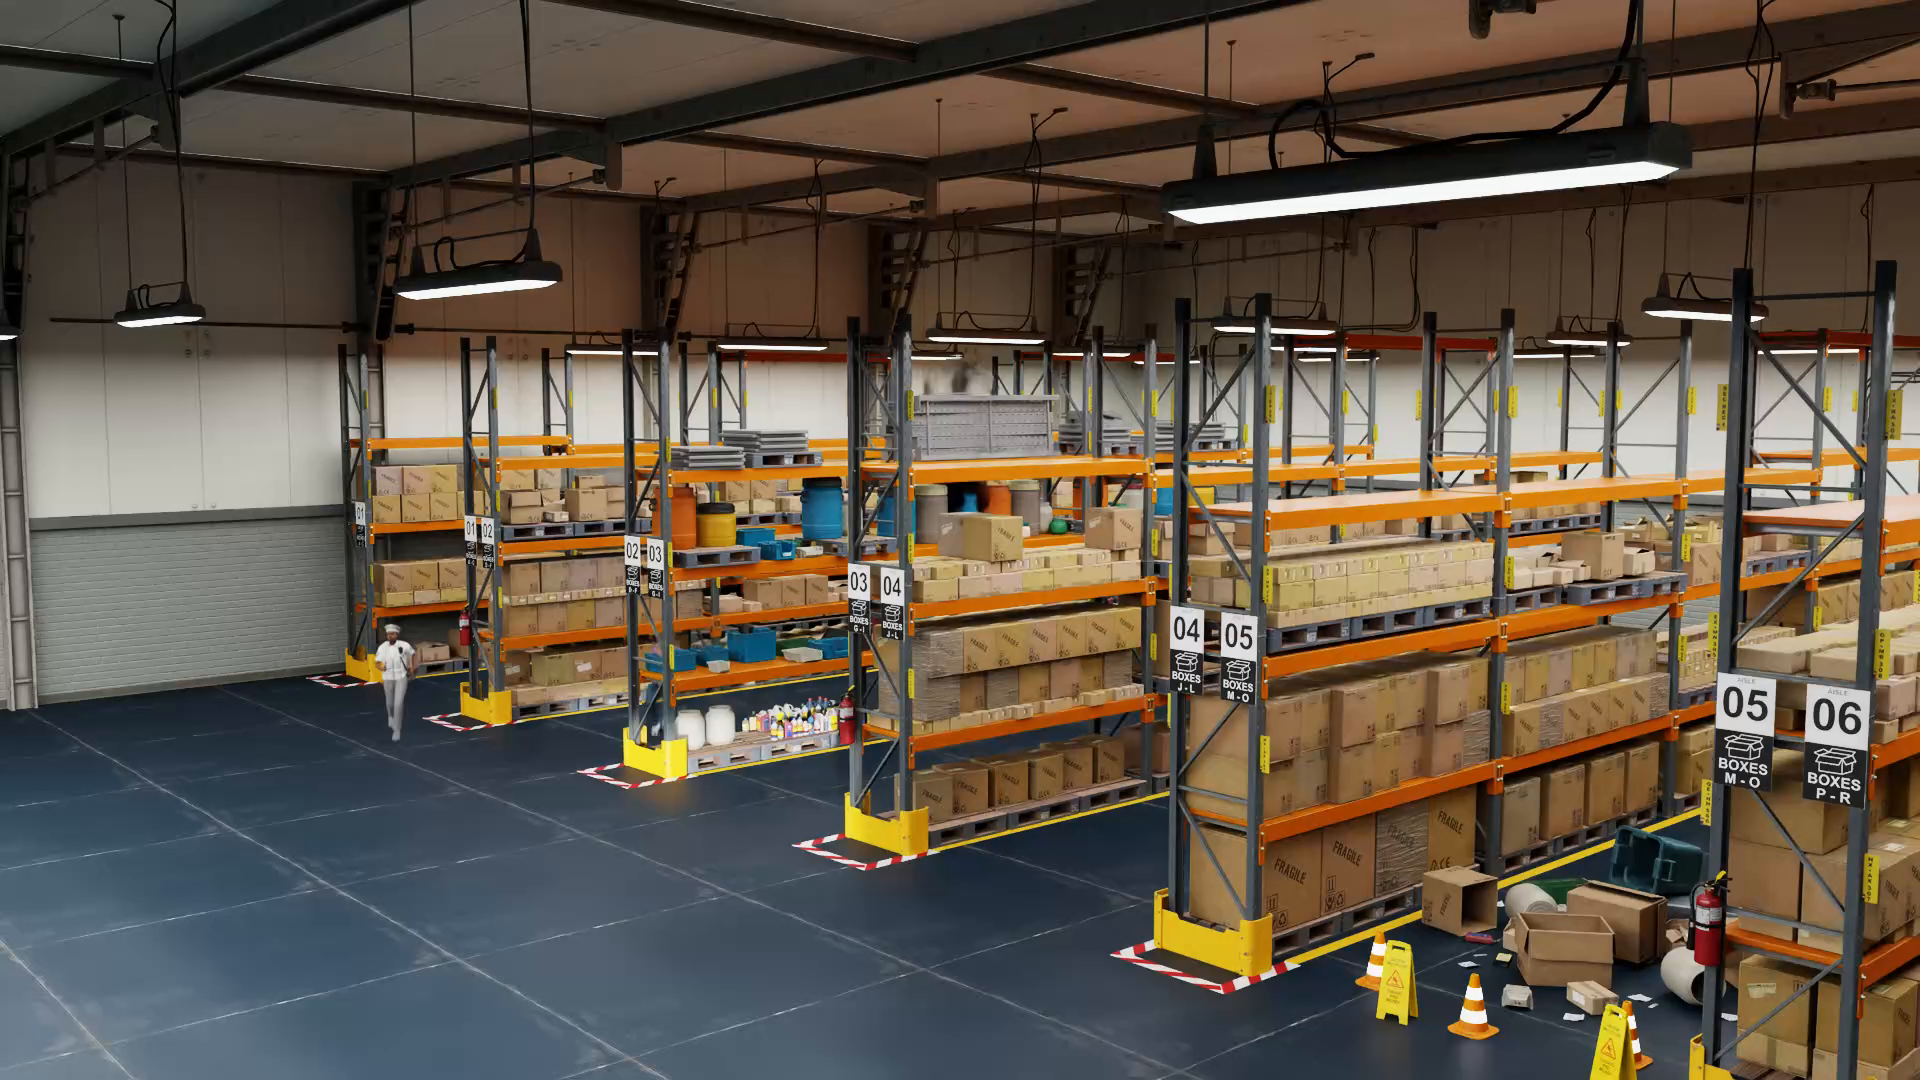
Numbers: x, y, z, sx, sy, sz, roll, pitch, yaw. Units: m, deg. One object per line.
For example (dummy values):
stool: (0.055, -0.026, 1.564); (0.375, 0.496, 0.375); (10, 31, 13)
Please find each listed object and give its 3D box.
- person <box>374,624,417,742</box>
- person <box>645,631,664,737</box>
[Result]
person: (-8.449, 2.093, 24.921); (0.588, 1.717, 0.933); (-1, 5, -8)
person: (-4.477, 2.148, 24.773); (0.508, 1.593, 0.663); (2, 5, 18)
